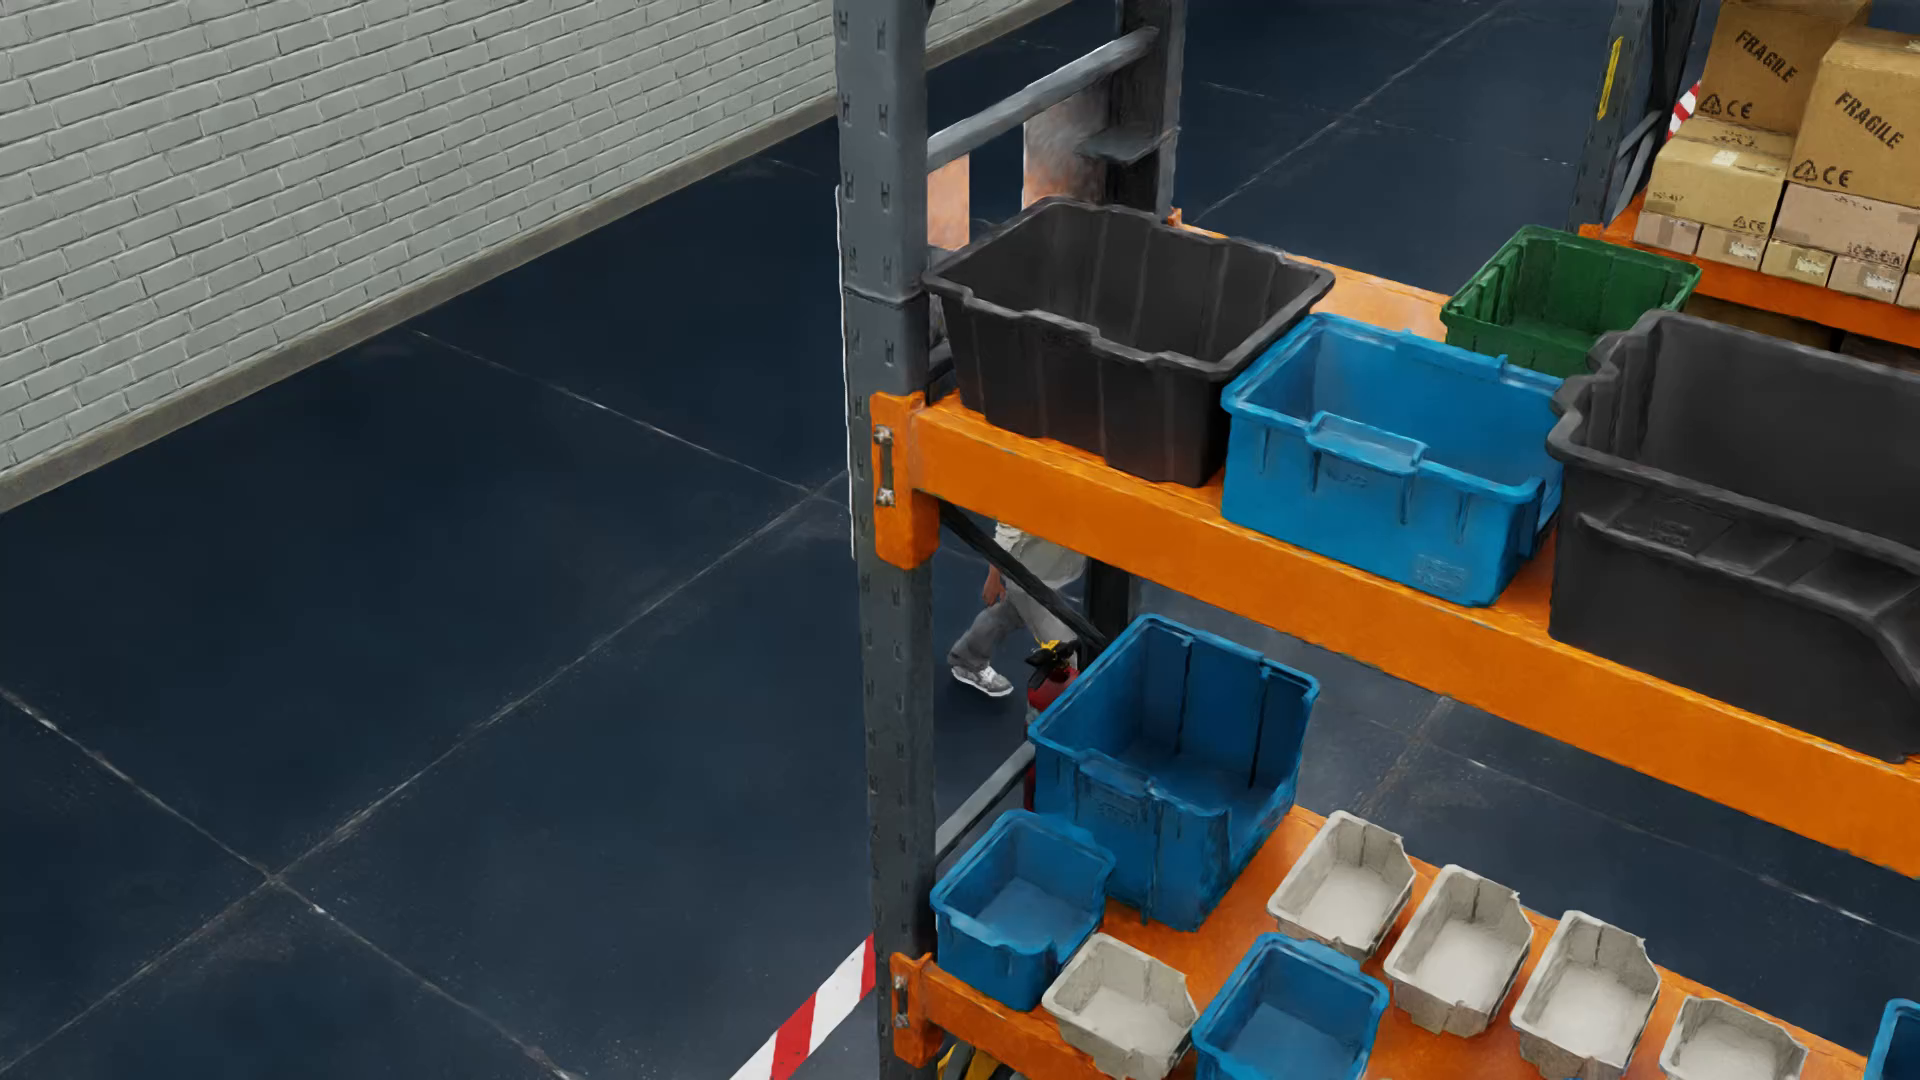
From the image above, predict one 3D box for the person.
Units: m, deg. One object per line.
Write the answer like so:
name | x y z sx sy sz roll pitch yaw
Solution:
person | 0.357 0.099 6.023 1.009 1.516 0.428 22 41 28
